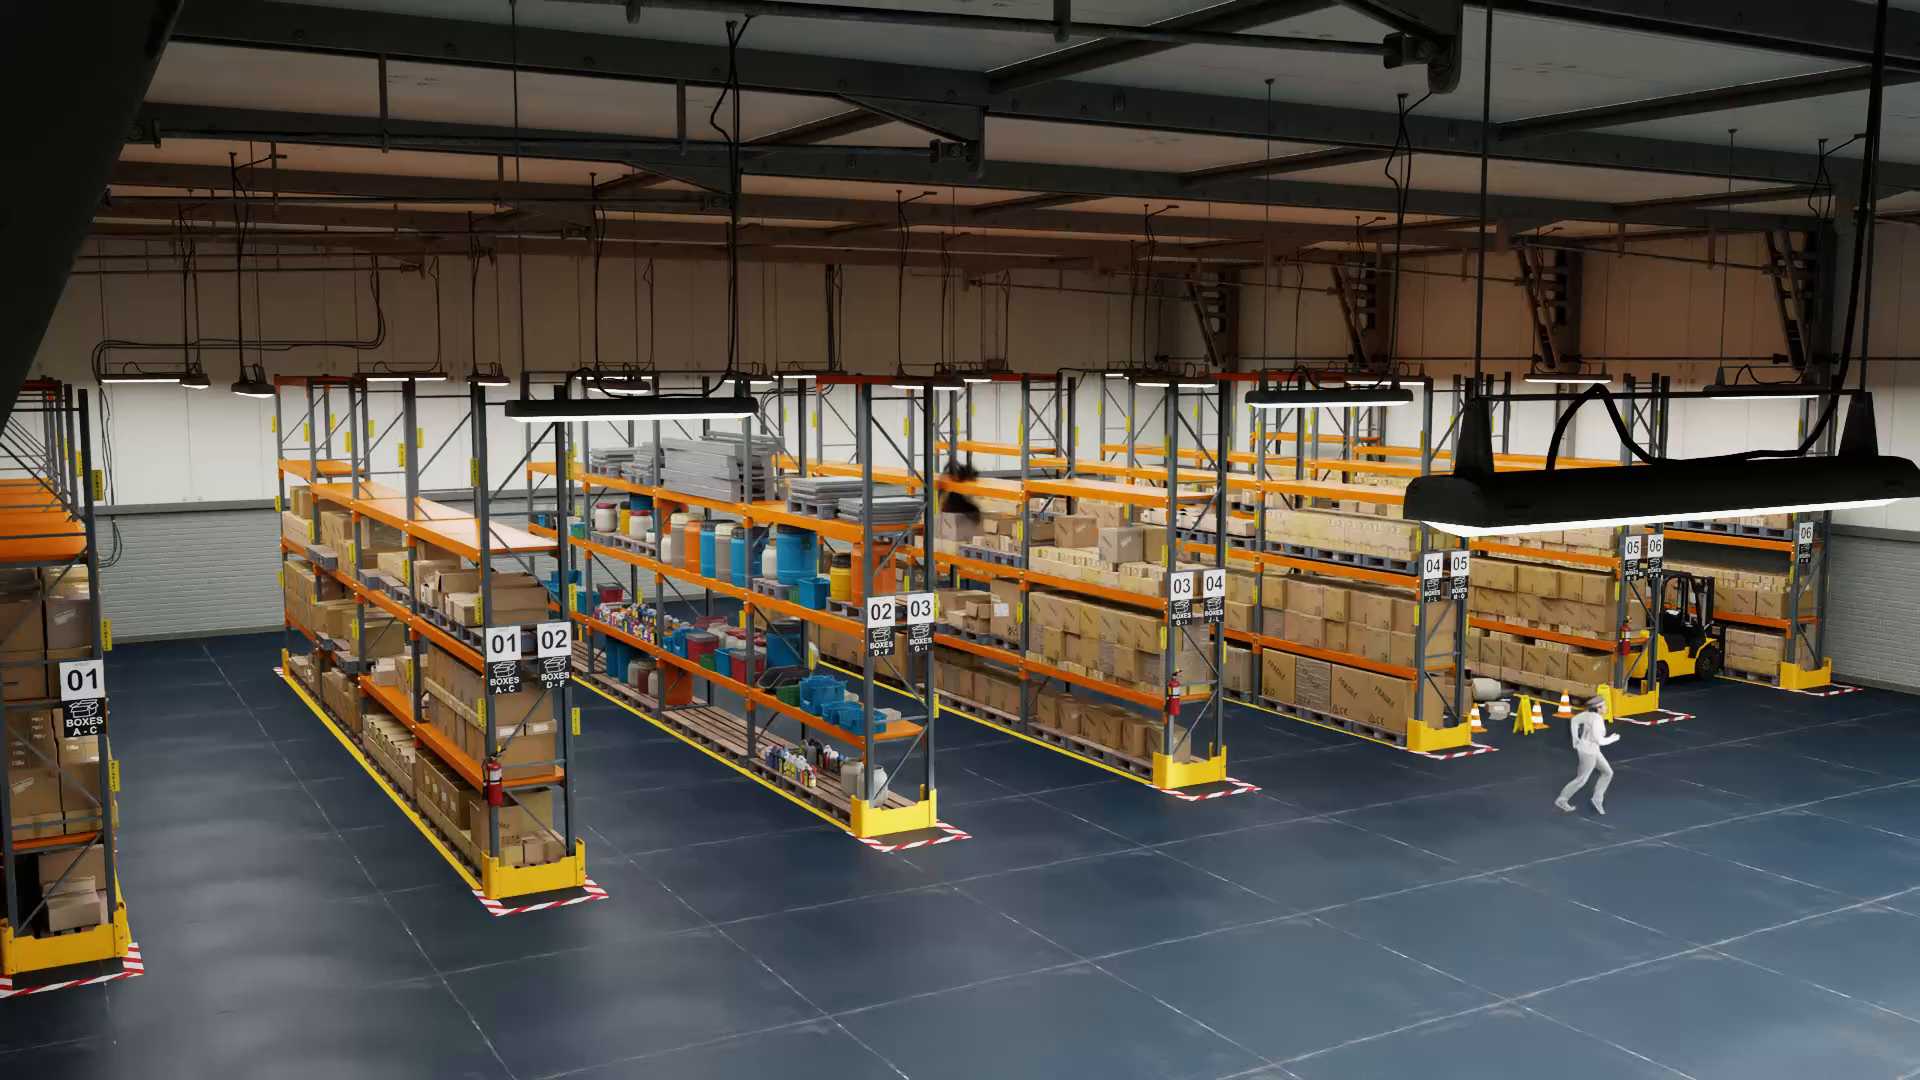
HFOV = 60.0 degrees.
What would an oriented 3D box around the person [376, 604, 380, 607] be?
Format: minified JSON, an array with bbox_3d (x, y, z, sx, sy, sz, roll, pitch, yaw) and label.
[{"bbox_3d":[-12.094,1.710,34.714,0.535,1.649,0.680,6,8,42],"label":"person"}]

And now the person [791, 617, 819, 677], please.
[{"bbox_3d":[-3.067,1.994,31.723,0.518,1.634,0.917,-4,7,-32],"label":"person"}]

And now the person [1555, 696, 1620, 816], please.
[{"bbox_3d":[8.691,2.981,23.034,0.807,1.704,0.639,1,6,12],"label":"person"}]
